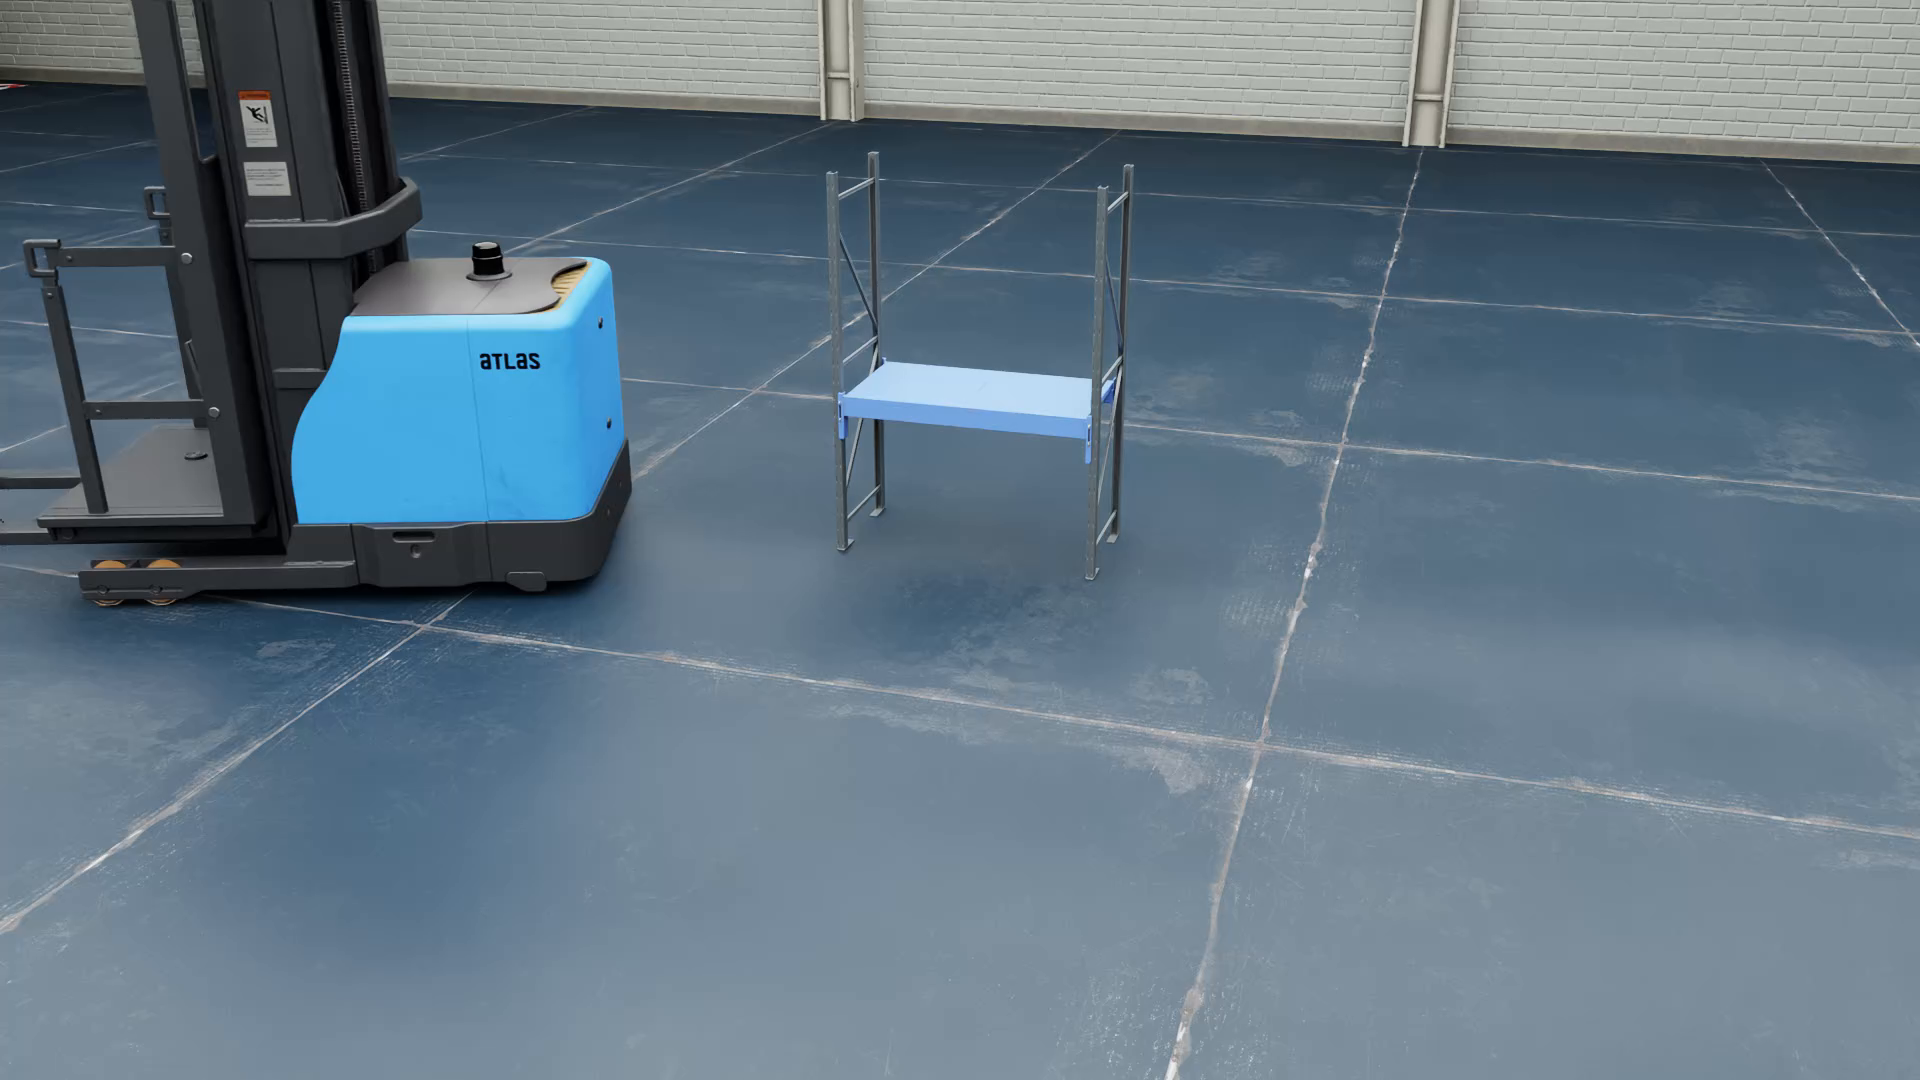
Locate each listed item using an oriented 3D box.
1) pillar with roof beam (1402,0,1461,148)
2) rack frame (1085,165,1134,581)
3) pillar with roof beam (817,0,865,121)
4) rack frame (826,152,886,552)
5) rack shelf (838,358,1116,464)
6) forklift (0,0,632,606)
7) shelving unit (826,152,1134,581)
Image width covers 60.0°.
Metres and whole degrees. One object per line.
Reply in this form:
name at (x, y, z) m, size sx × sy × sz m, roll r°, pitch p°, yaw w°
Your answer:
pillar with roof beam at (3.253, -6.433, 10.595) m, size 0.400 × 9.000 × 9.100 m, roll 7°, pitch 23°, yaw 16°
rack frame at (0.568, -0.629, 6.327) m, size 0.032 × 1.500 × 0.500 m, roll 7°, pitch 23°, yaw 16°
pillar with roof beam at (-2.491, -7.091, 12.199) m, size 0.400 × 9.000 × 9.100 m, roll 7°, pitch 23°, yaw 16°
rack frame at (-0.405, -0.740, 6.598) m, size 0.032 × 1.500 × 0.500 m, roll 7°, pitch 23°, yaw 16°
rack shelf at (0.082, -0.518, 6.531) m, size 1.000 × 0.185 × 0.538 m, roll 7°, pitch 23°, yaw 16°
forklift at (-2.895, -1.315, 6.113) m, size 3.031 × 2.935 × 1.130 m, roll -1°, pitch 22°, yaw -2°
shelving unit at (0.082, -0.685, 6.463) m, size 1.048 × 1.500 × 0.538 m, roll 7°, pitch 23°, yaw 16°
